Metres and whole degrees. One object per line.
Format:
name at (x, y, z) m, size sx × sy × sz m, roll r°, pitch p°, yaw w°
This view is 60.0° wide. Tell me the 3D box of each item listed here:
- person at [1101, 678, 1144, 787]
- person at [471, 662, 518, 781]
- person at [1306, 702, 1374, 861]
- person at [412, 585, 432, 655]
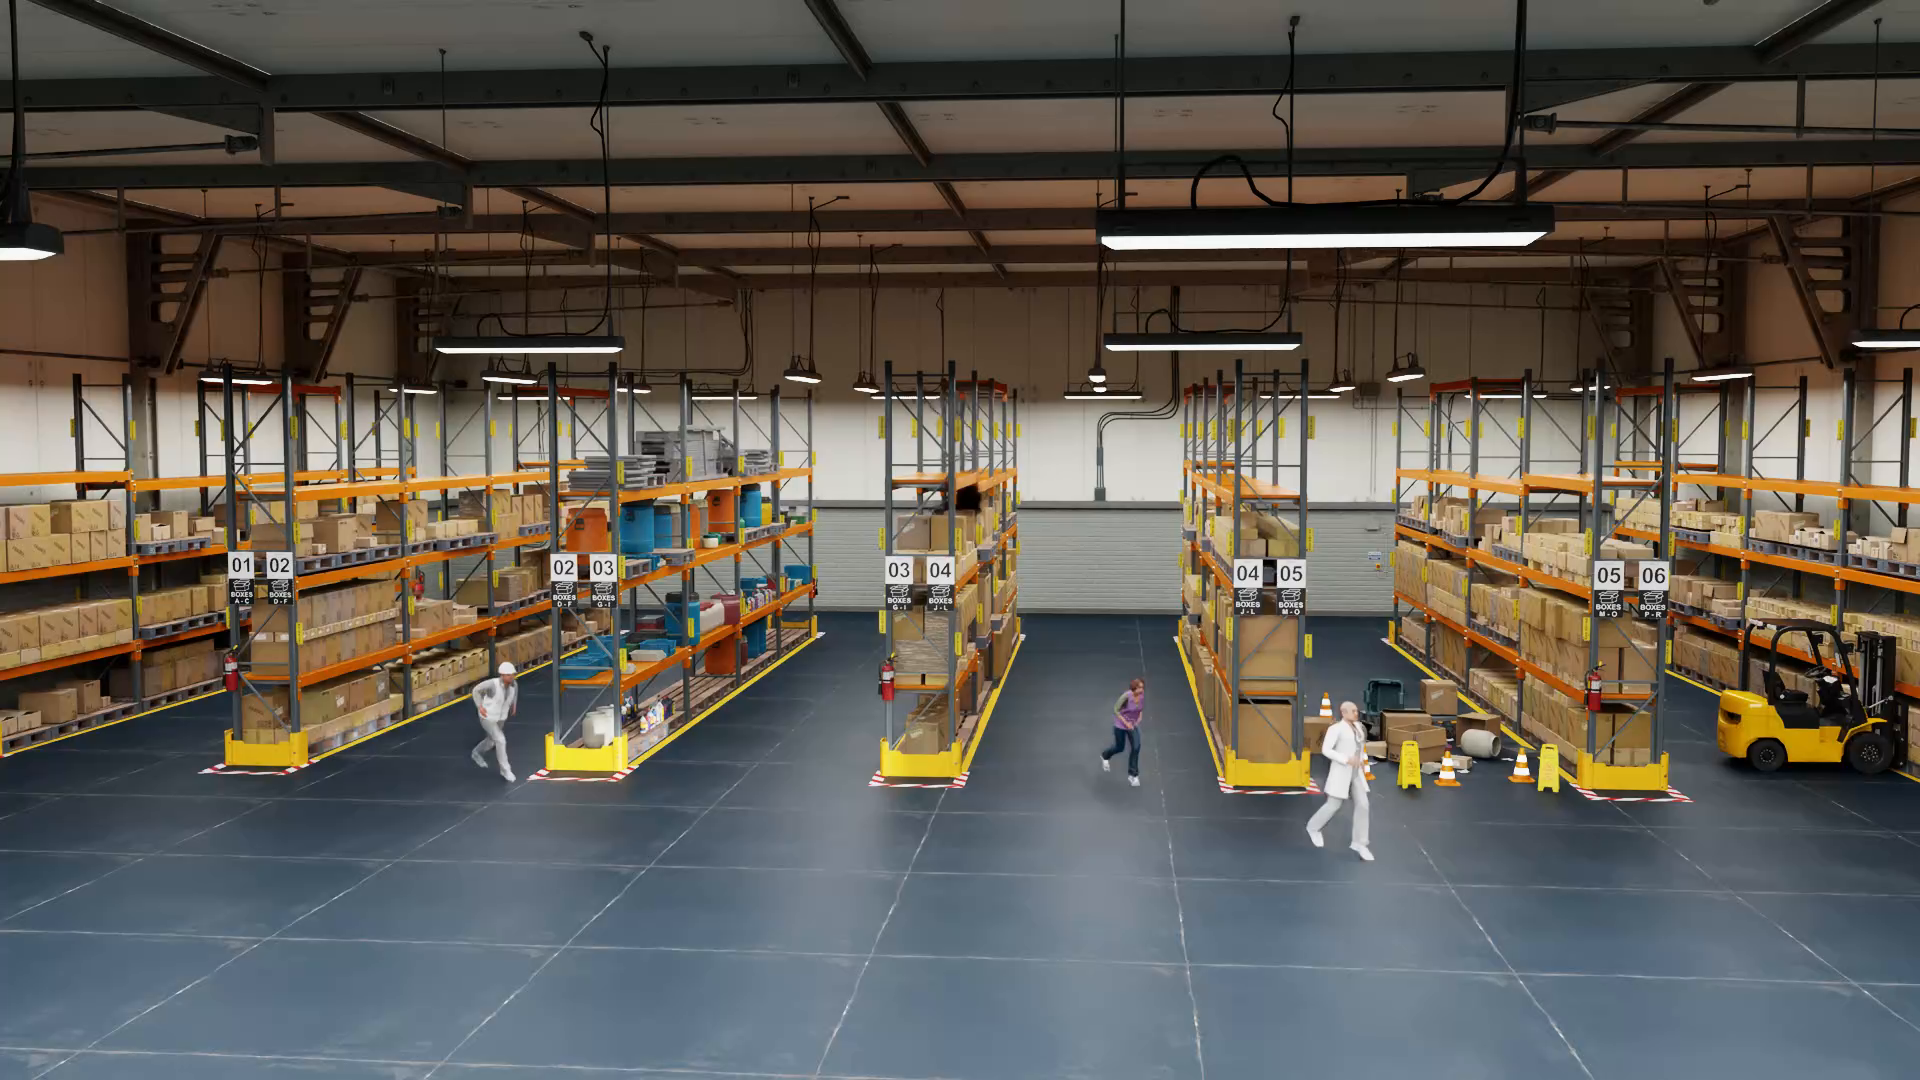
person at (2.320, 2.696, 23.761) m, size 0.569 × 1.547 × 0.912 m, roll -3°, pitch 5°, yaw -36°
person at (-6.767, 2.597, 24.039) m, size 1.050 × 1.732 × 0.697 m, roll 3°, pitch 5°, yaw 40°
person at (4.579, 2.814, 19.716) m, size 0.750 × 1.801 × 1.012 m, roll -2°, pitch 4°, yaw -32°
person at (-11.223, 1.822, 34.504) m, size 0.652 × 1.805 × 0.983 m, roll 0°, pitch 4°, yaw 7°
